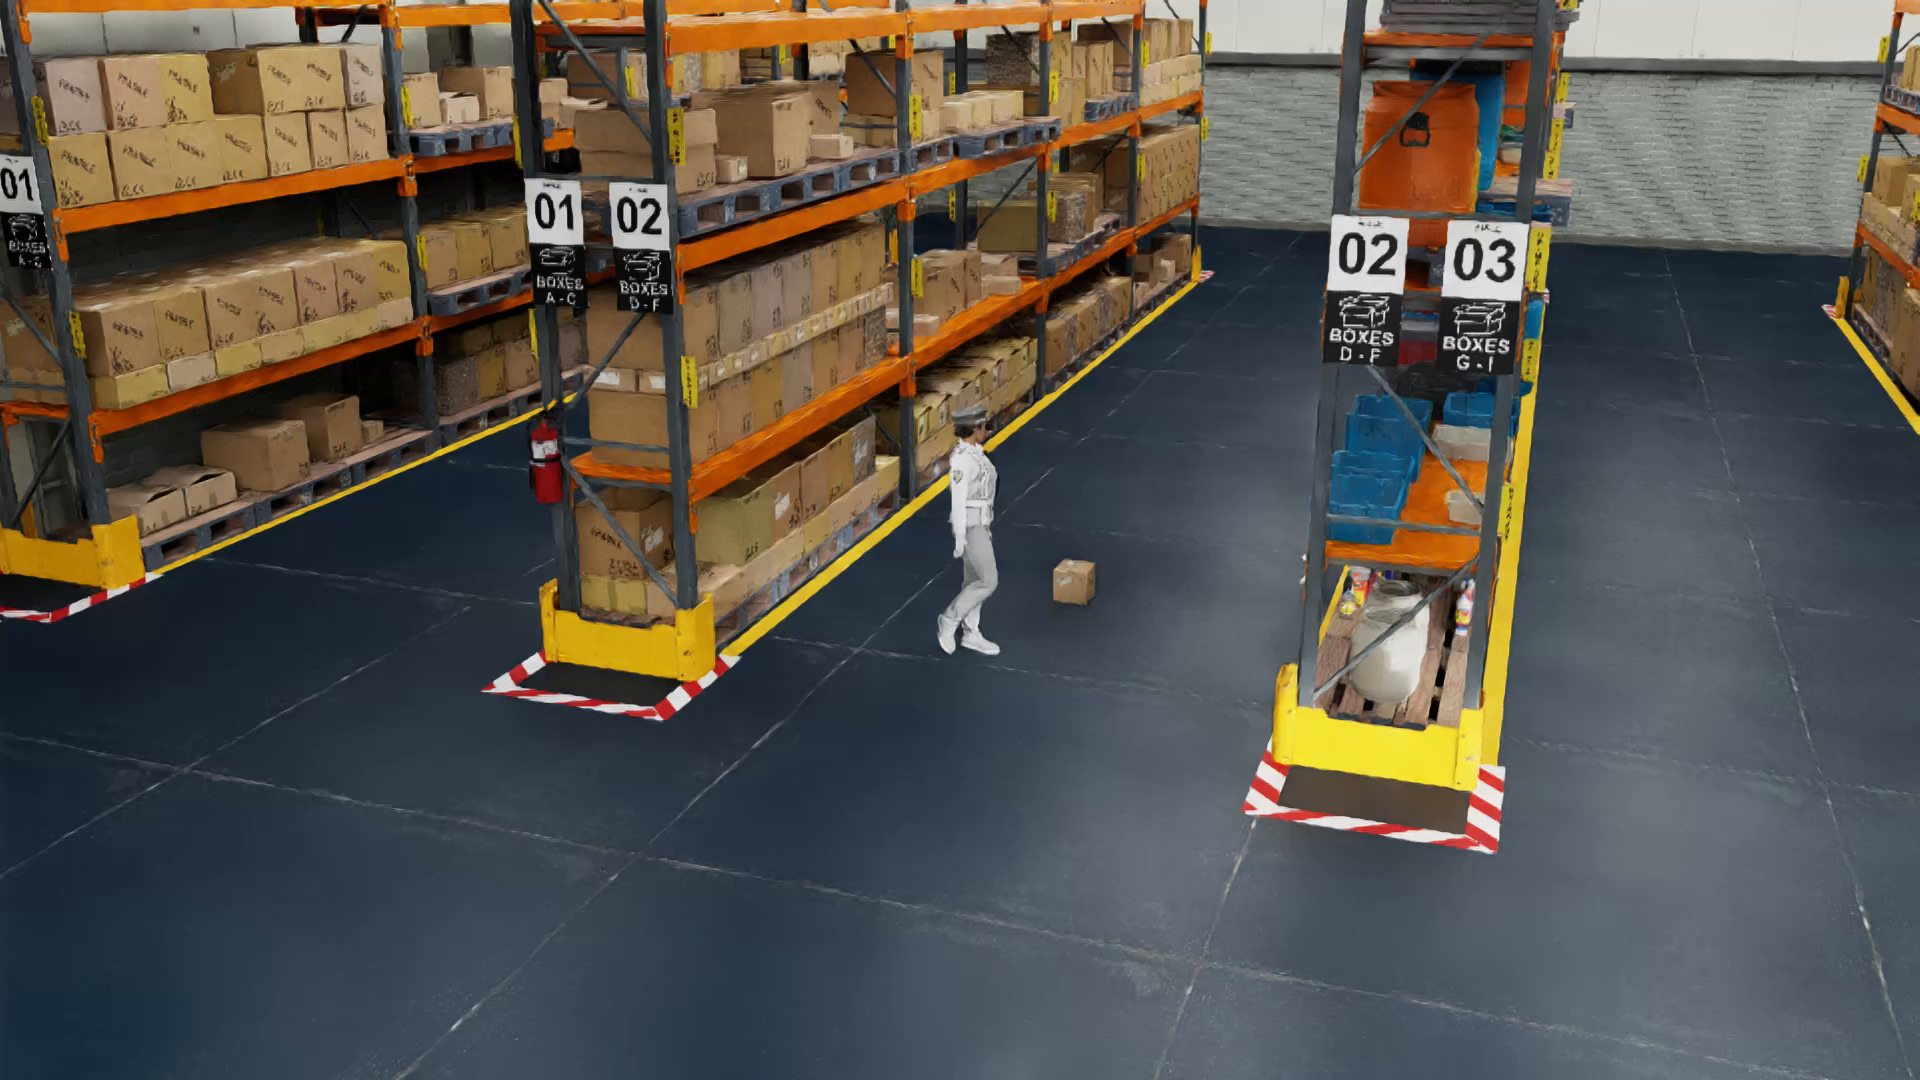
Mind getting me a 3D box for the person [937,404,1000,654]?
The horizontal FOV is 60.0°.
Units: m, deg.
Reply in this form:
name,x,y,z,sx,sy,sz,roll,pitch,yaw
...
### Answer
name,x,y,z,sx,sy,sz,roll,pitch,yaw
person,0.078,-0.057,11.205,0.424,1.665,0.607,3,19,10
